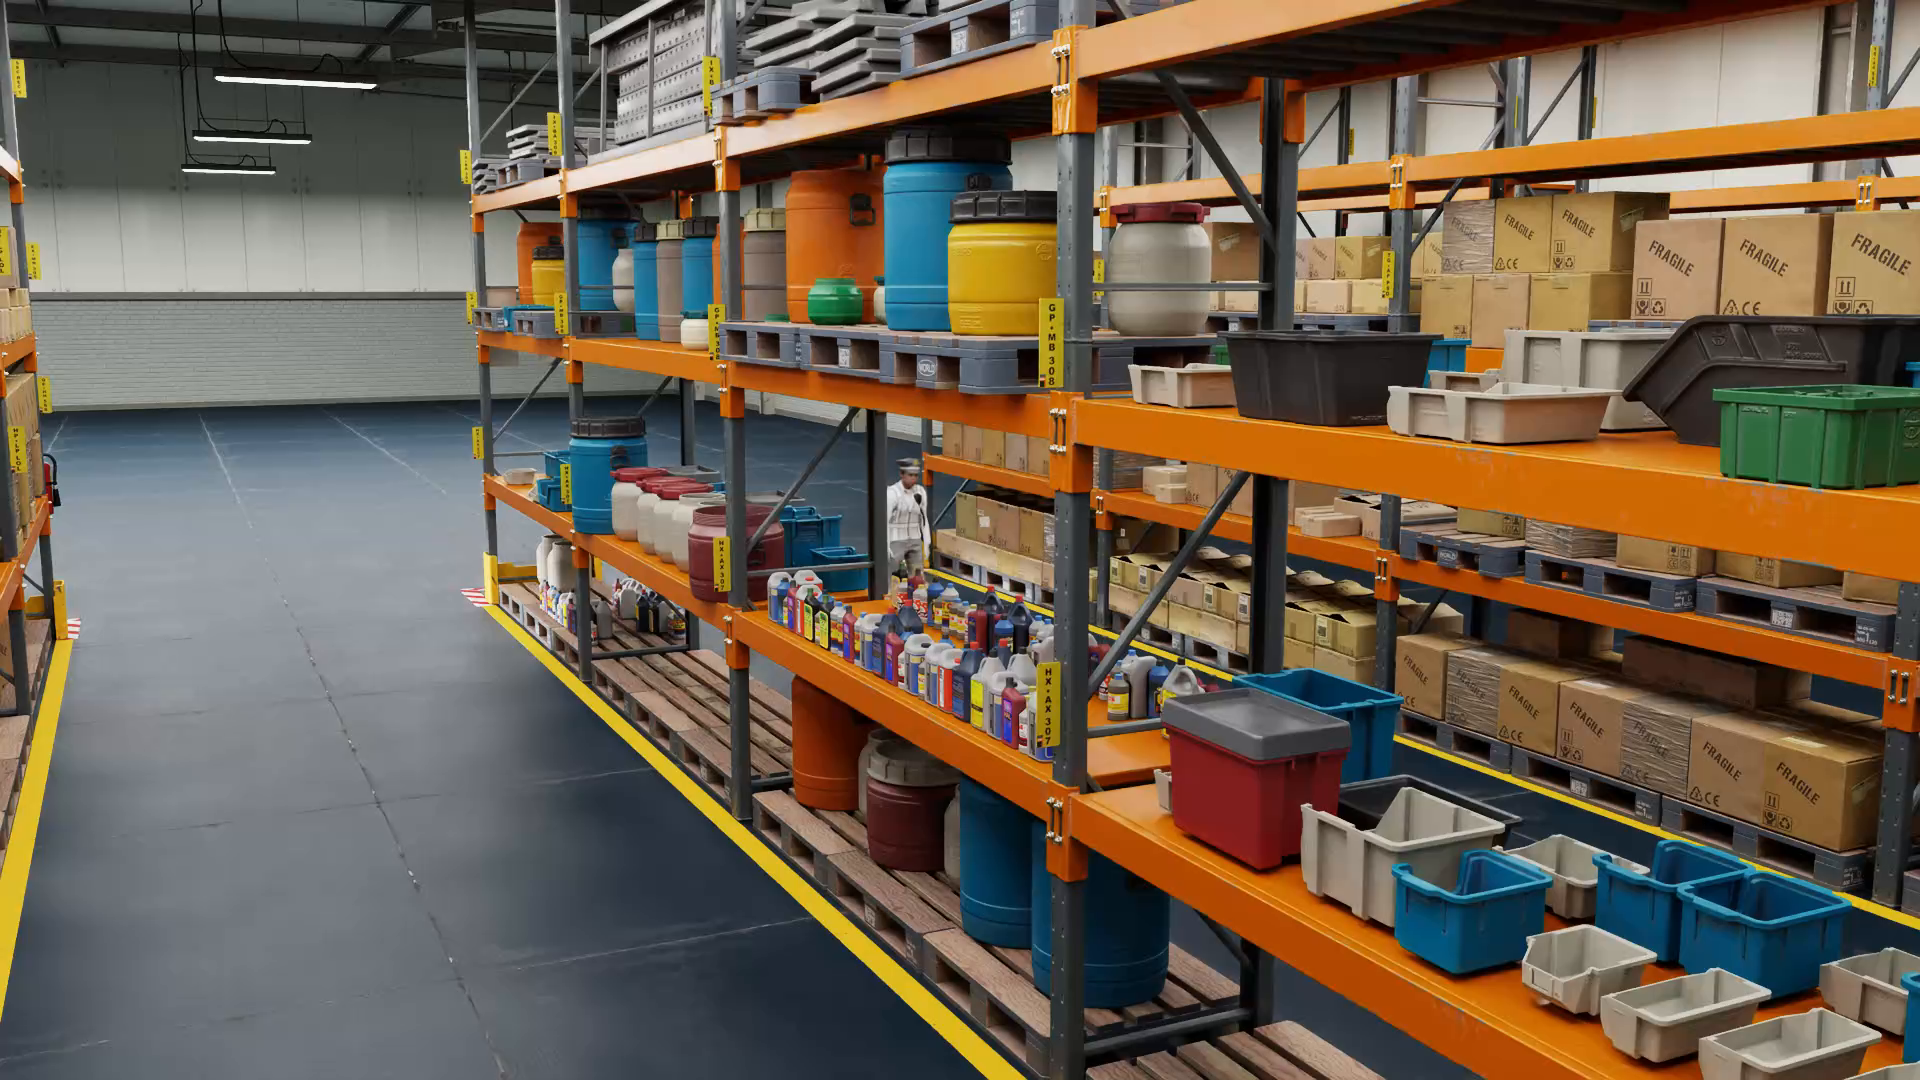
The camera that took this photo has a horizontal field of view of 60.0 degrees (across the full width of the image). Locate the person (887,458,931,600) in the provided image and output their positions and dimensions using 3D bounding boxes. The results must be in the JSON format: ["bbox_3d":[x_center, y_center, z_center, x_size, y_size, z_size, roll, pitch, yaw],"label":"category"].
[{"bbox_3d":[-0.507,0.062,15.426,0.522,1.663,0.371,-5,10,-28],"label":"person"}]
